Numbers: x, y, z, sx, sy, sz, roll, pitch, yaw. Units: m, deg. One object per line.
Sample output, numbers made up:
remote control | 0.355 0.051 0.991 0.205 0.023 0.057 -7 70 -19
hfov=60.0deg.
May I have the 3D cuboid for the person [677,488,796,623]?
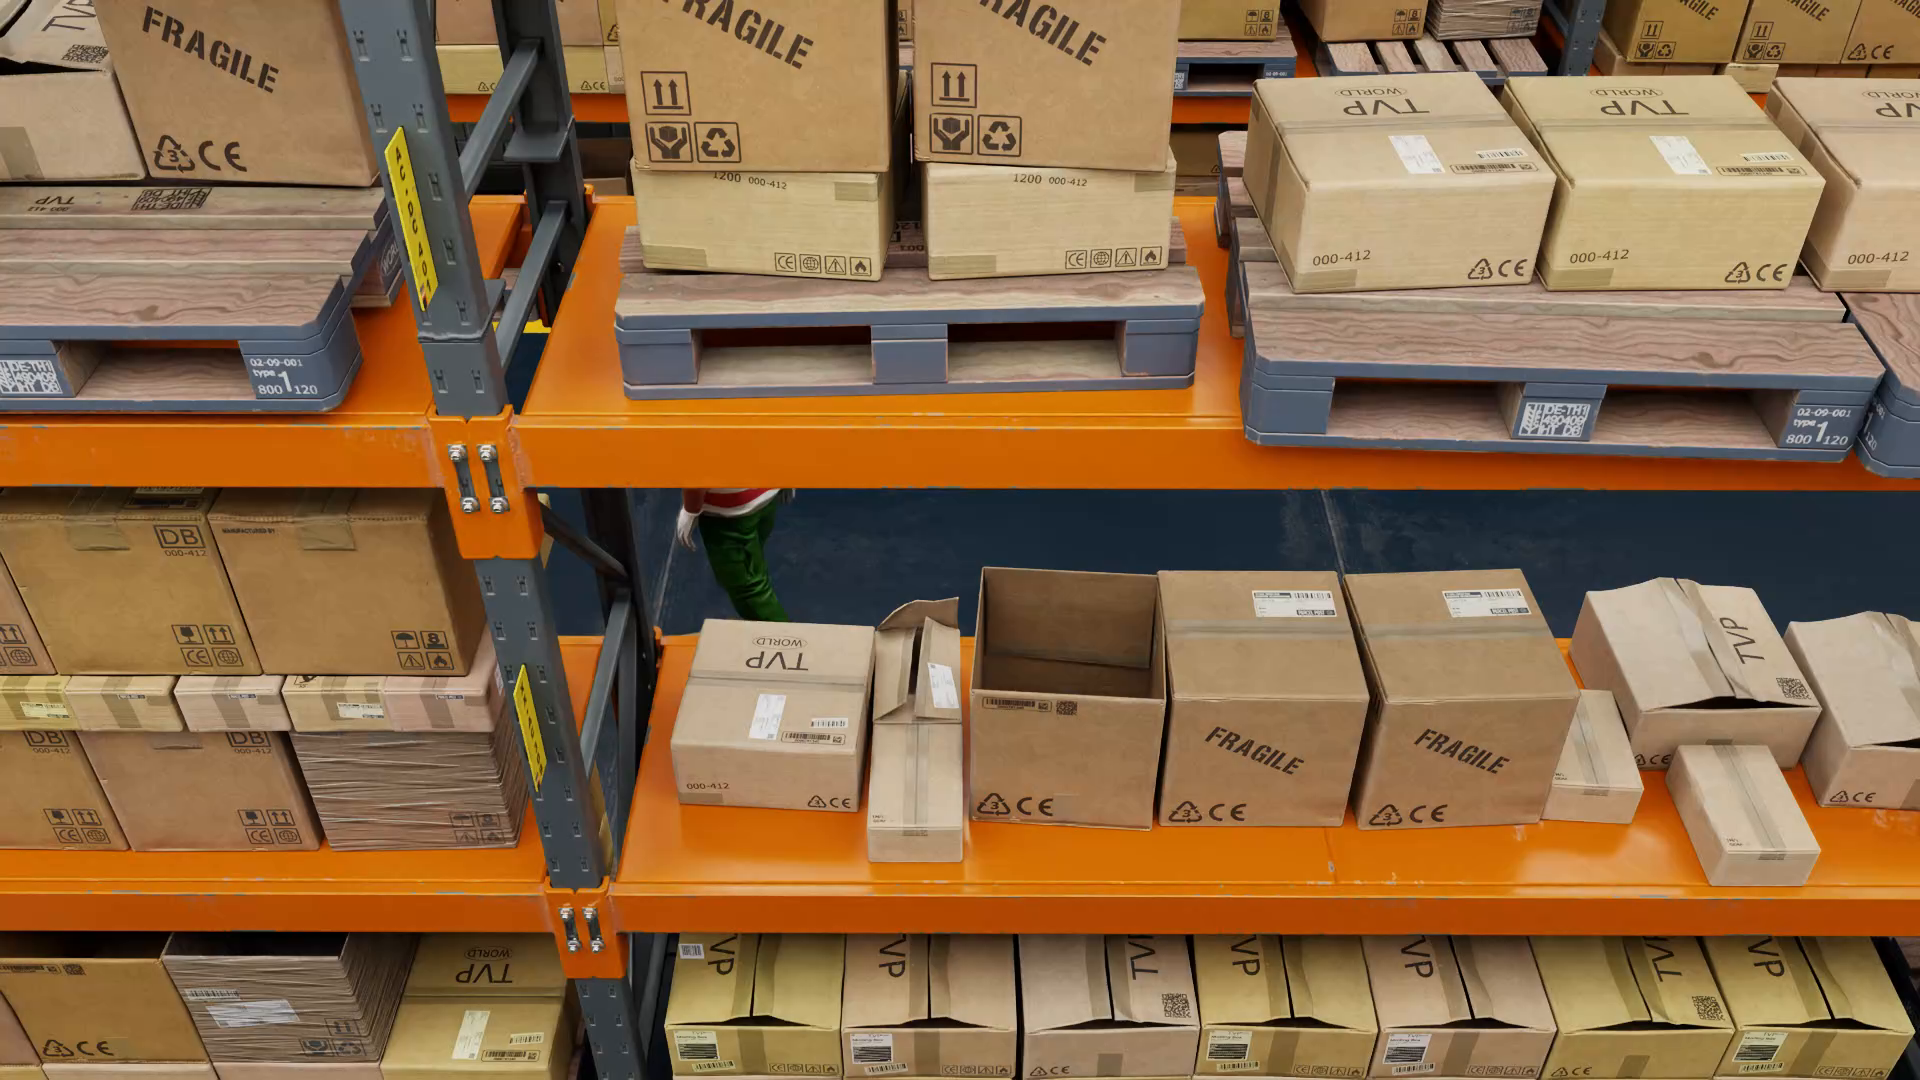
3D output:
person | -0.812 -0.162 6.340 0.577 1.776 0.567 25 45 27
